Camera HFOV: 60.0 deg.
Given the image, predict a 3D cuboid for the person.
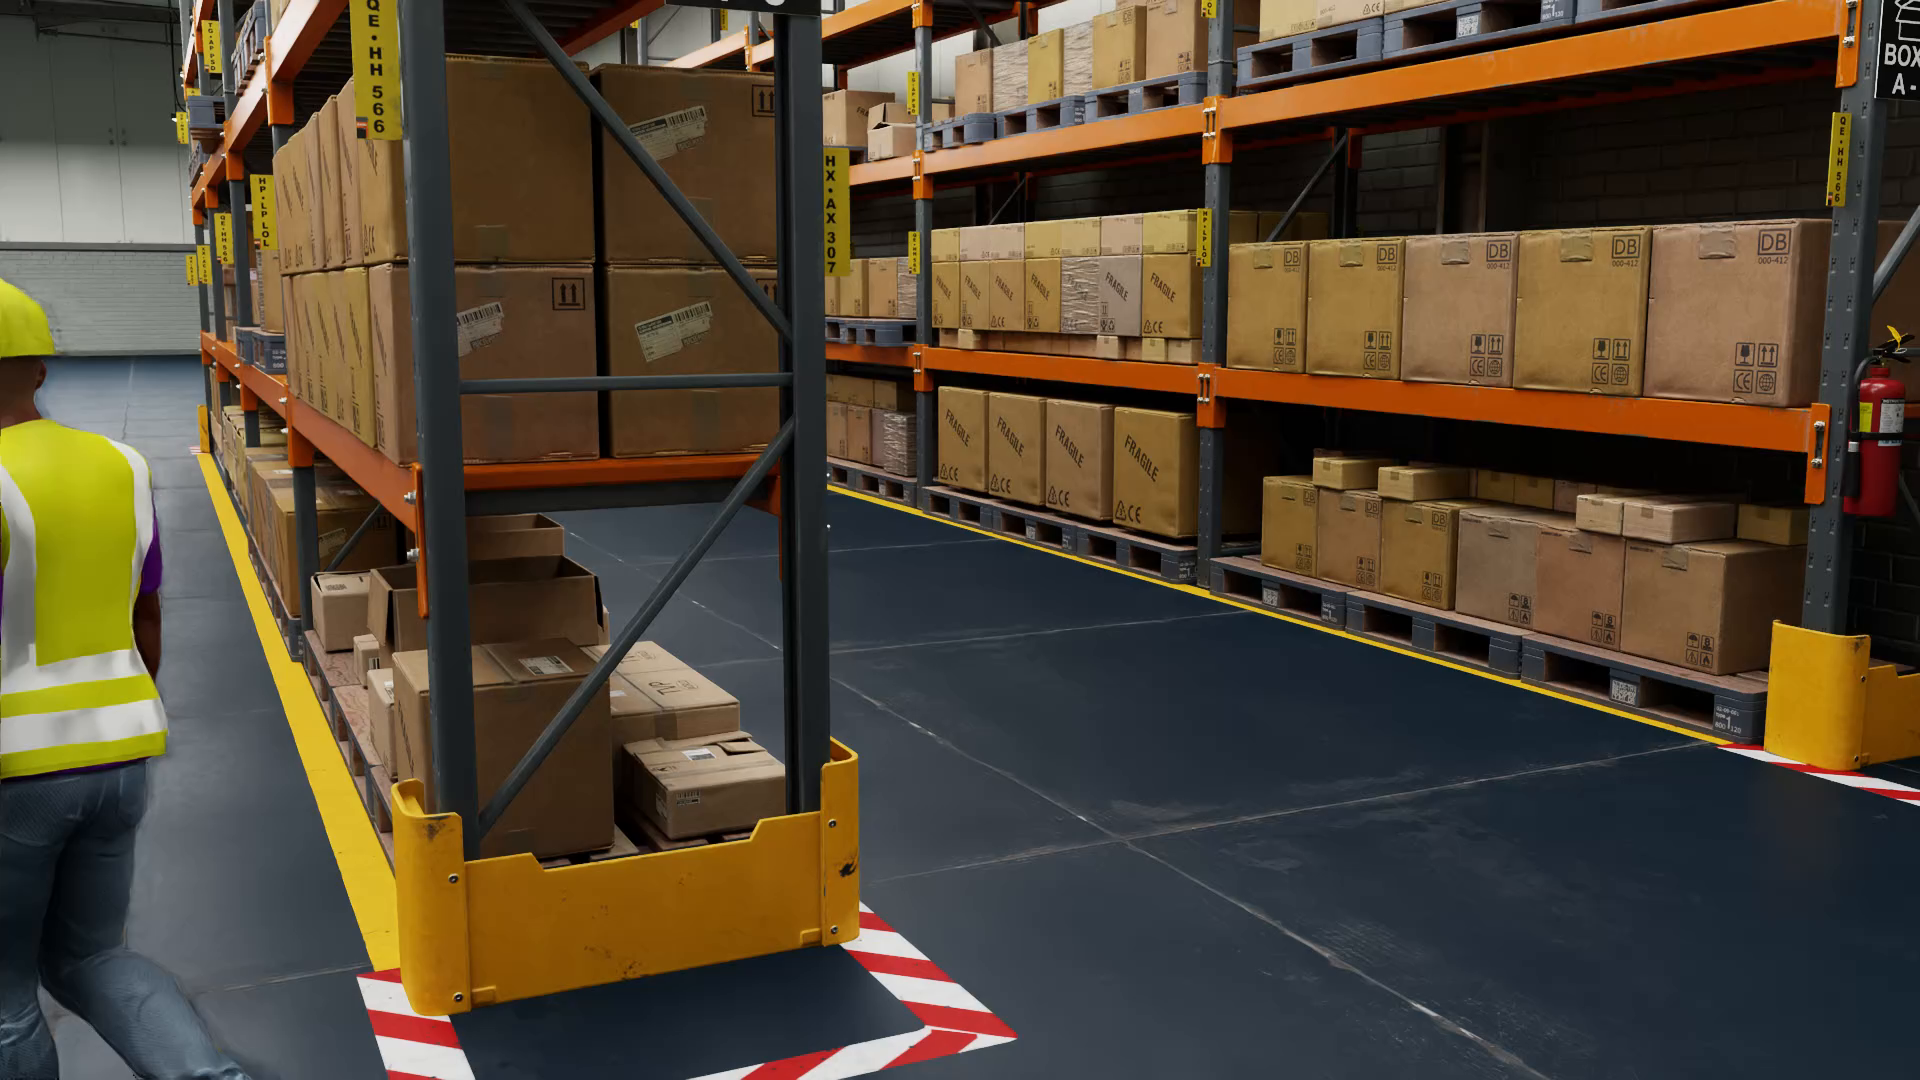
[{"bbox_3d":[-1.562,0.418,2.946,0.718,1.746,0.629,3,9,17],"label":"person"}]
